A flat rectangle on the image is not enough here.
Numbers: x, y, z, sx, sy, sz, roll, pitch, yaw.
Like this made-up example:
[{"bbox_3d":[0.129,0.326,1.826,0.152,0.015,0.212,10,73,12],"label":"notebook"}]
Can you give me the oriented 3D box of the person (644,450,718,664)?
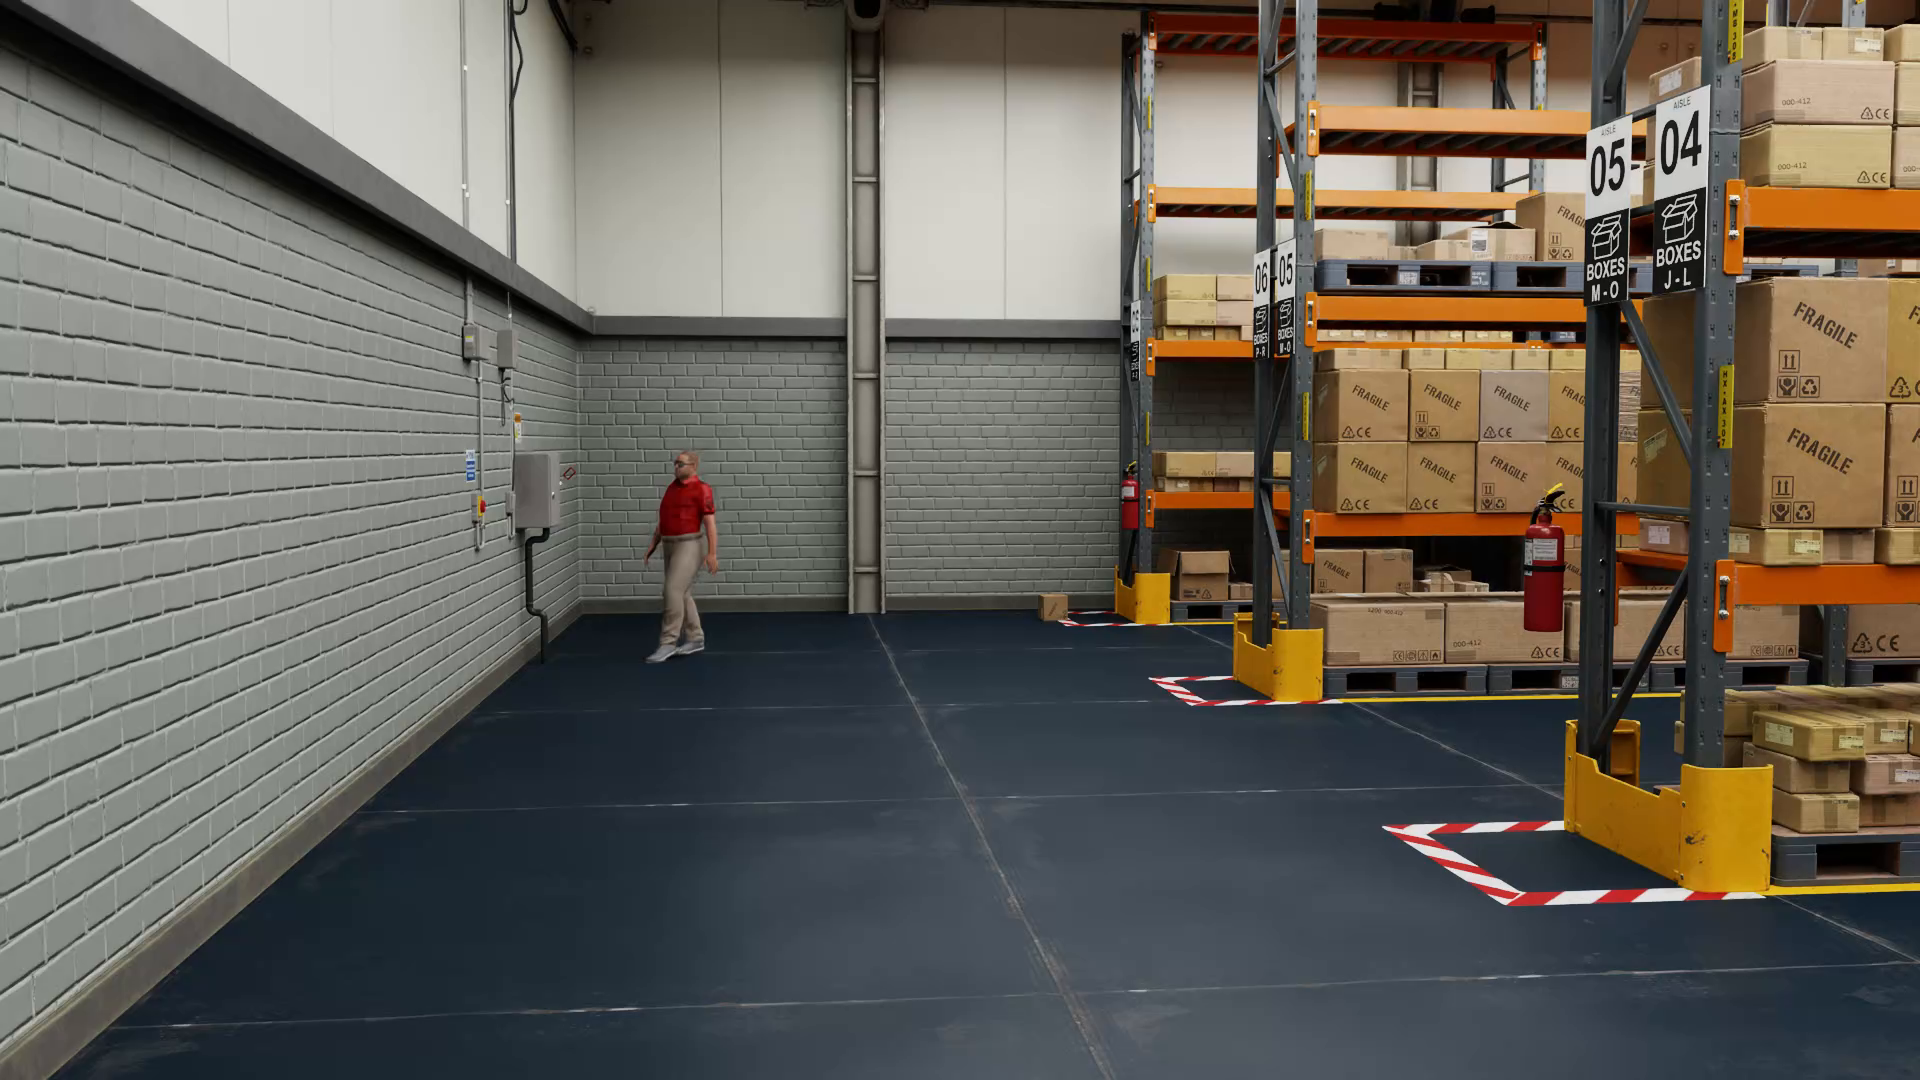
[{"bbox_3d":[-2.409,0.124,13.819,0.685,1.736,0.585,-3,4,-41],"label":"person"}]
